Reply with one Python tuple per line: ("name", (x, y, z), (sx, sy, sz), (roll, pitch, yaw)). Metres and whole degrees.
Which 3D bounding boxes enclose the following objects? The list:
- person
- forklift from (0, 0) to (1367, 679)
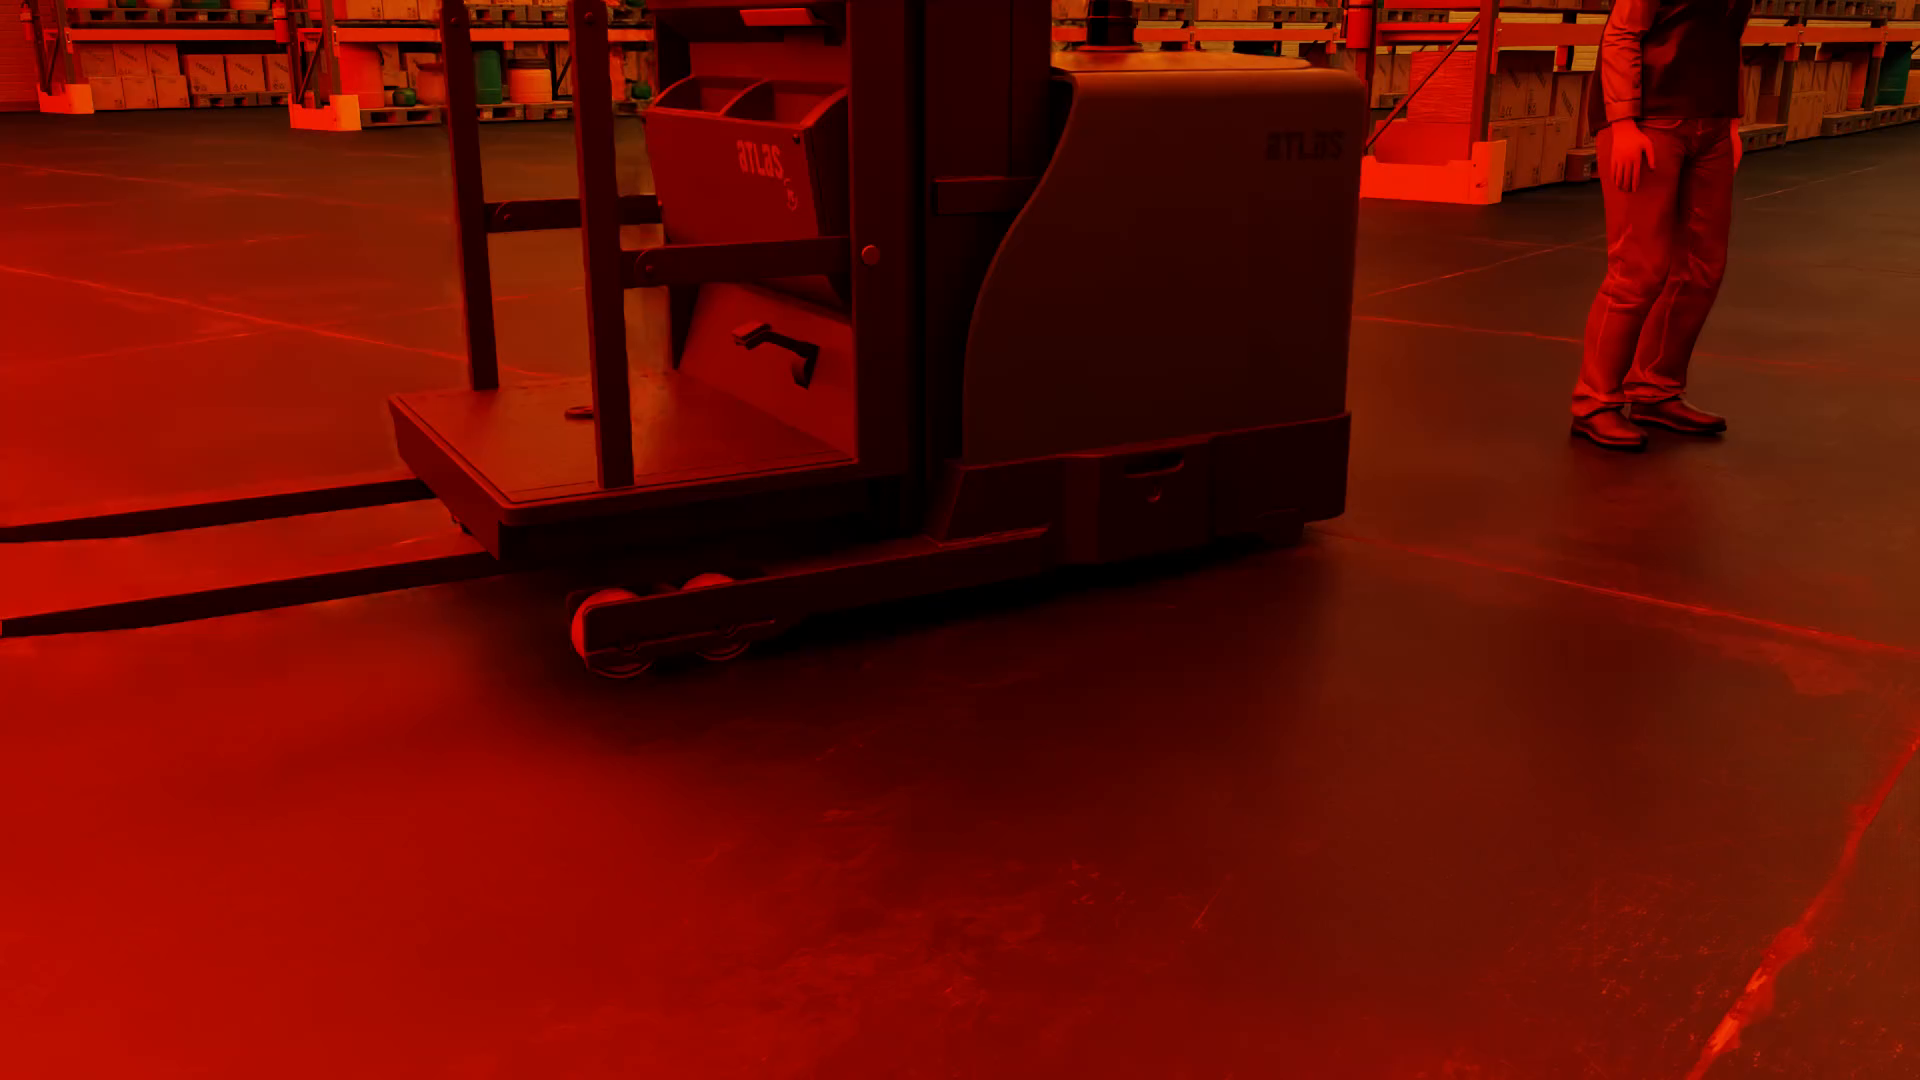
("person", (2.046, -1.158, 4.799), (0.579, 1.719, 0.421), (-10, 20, -31))
("forklift", (-0.631, -1.319, 3.241), (3.031, 2.935, 1.130), (-9, 19, -27))
